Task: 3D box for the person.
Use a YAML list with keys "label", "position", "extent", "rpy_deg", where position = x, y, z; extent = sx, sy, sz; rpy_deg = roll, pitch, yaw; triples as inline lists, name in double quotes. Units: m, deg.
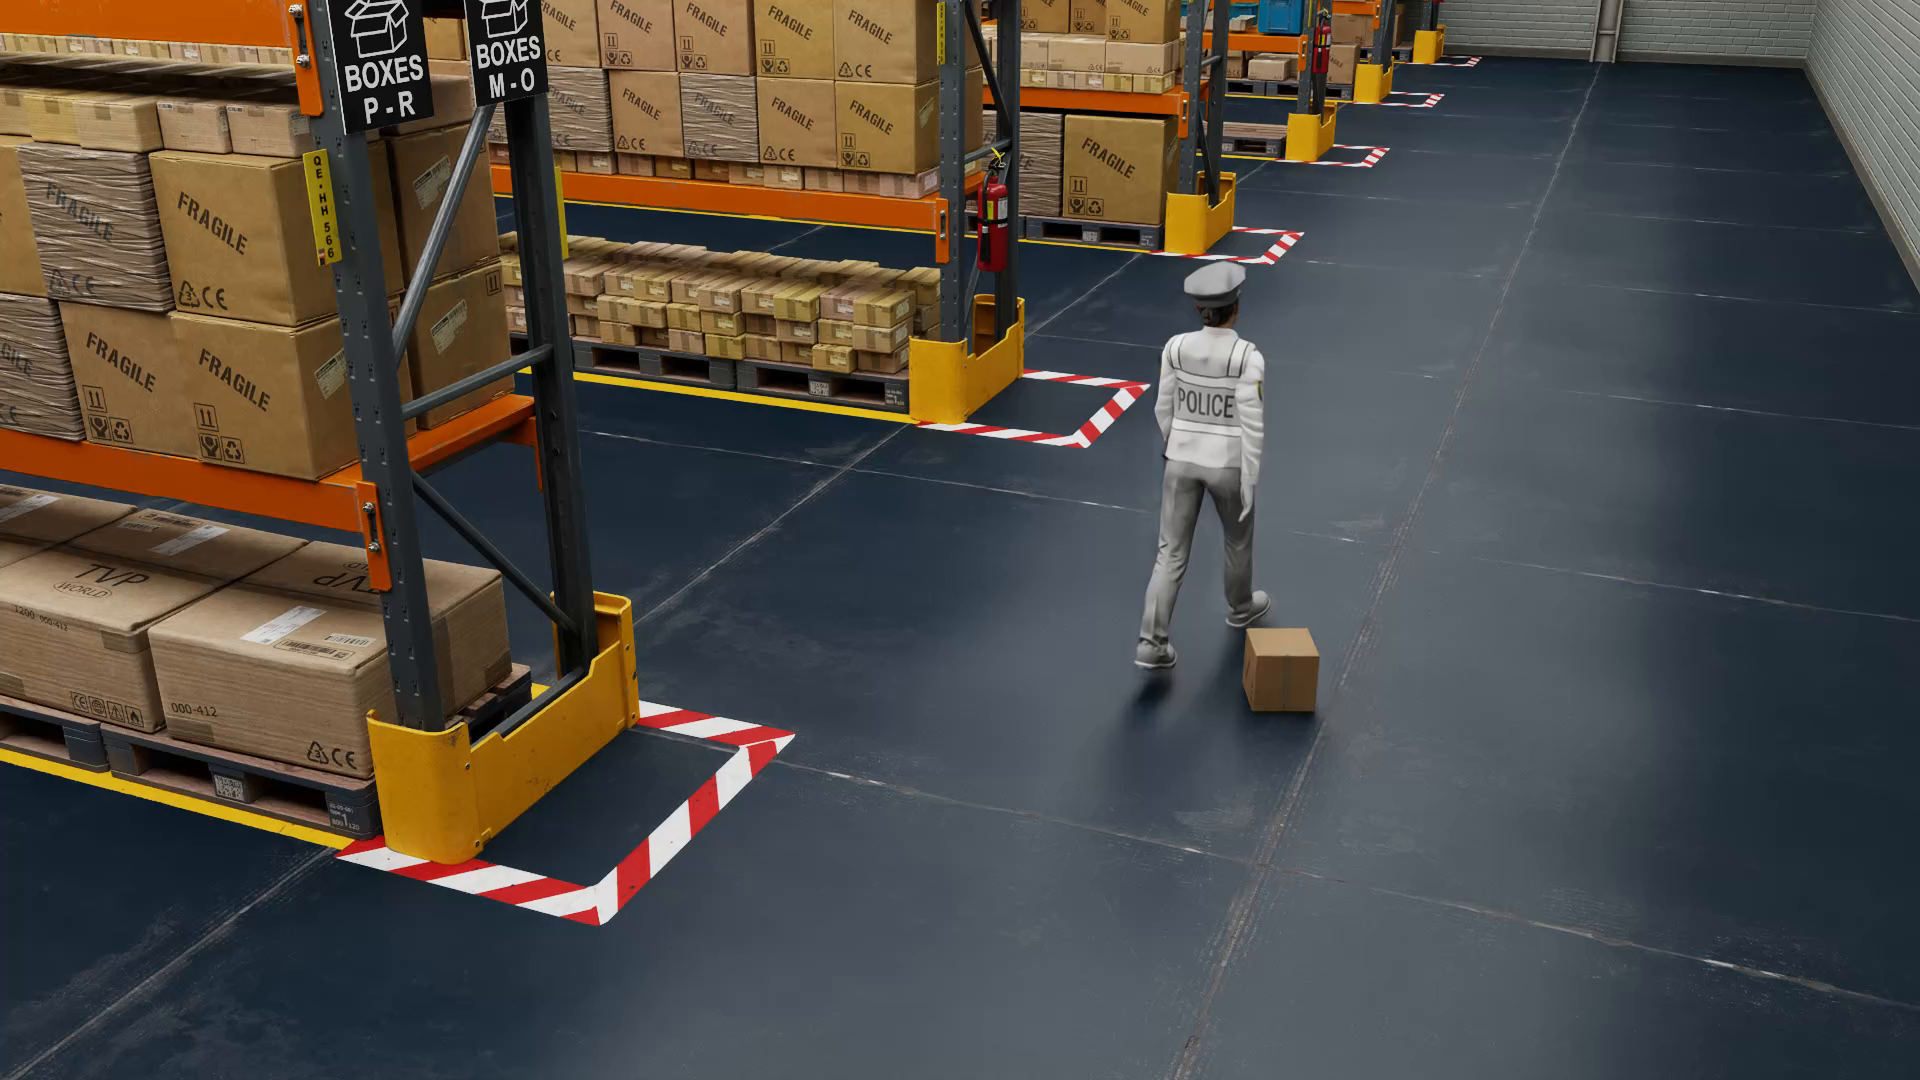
- label: "person"
  position: [1.010, -0.306, 6.798]
  extent: [0.487, 1.631, 0.988]
  rpy_deg: [10, 24, 23]
